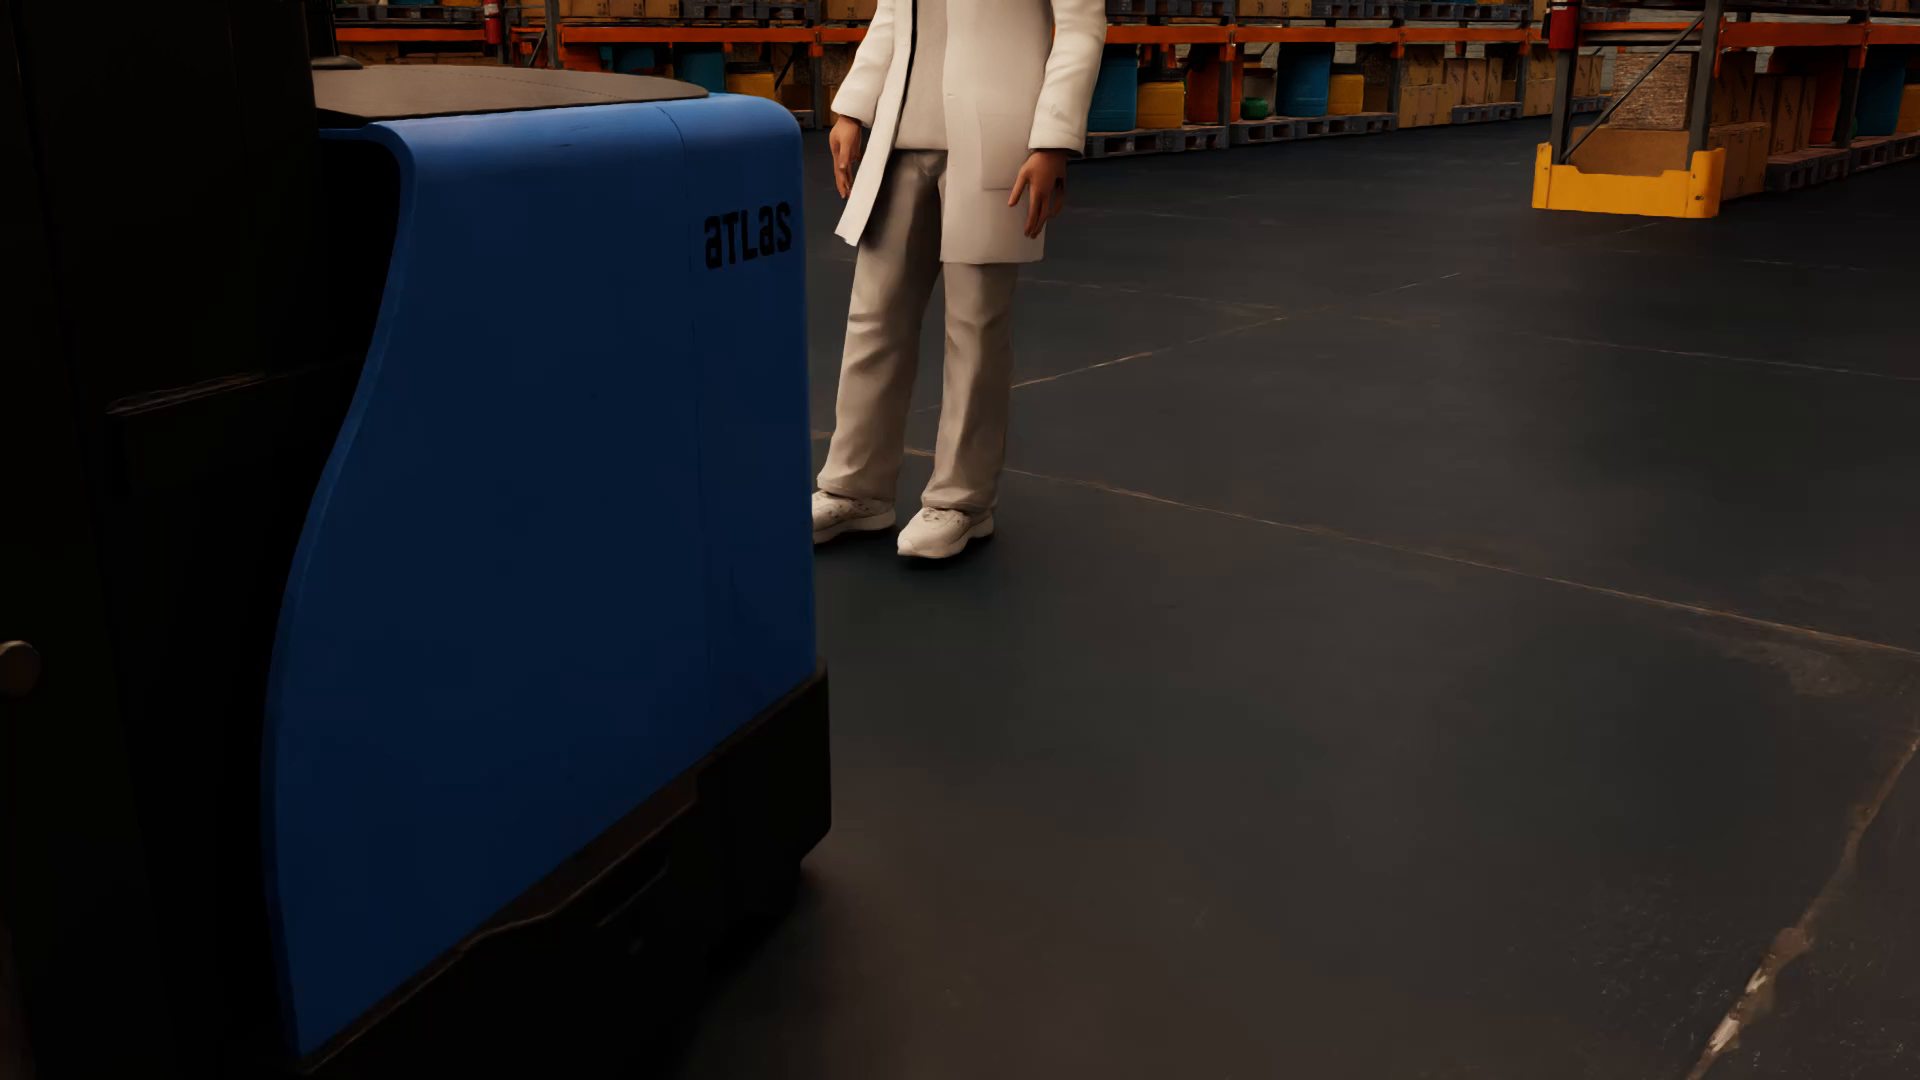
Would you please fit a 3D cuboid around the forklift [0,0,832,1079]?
[{"bbox_3d":[-1.203,-0.595,0.857,1.130,2.935,3.031,7,18,21],"label":"forklift"}]

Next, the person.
[{"bbox_3d":[-0.061,-0.838,3.618,0.694,1.776,0.581,13,21,37],"label":"person"}]
